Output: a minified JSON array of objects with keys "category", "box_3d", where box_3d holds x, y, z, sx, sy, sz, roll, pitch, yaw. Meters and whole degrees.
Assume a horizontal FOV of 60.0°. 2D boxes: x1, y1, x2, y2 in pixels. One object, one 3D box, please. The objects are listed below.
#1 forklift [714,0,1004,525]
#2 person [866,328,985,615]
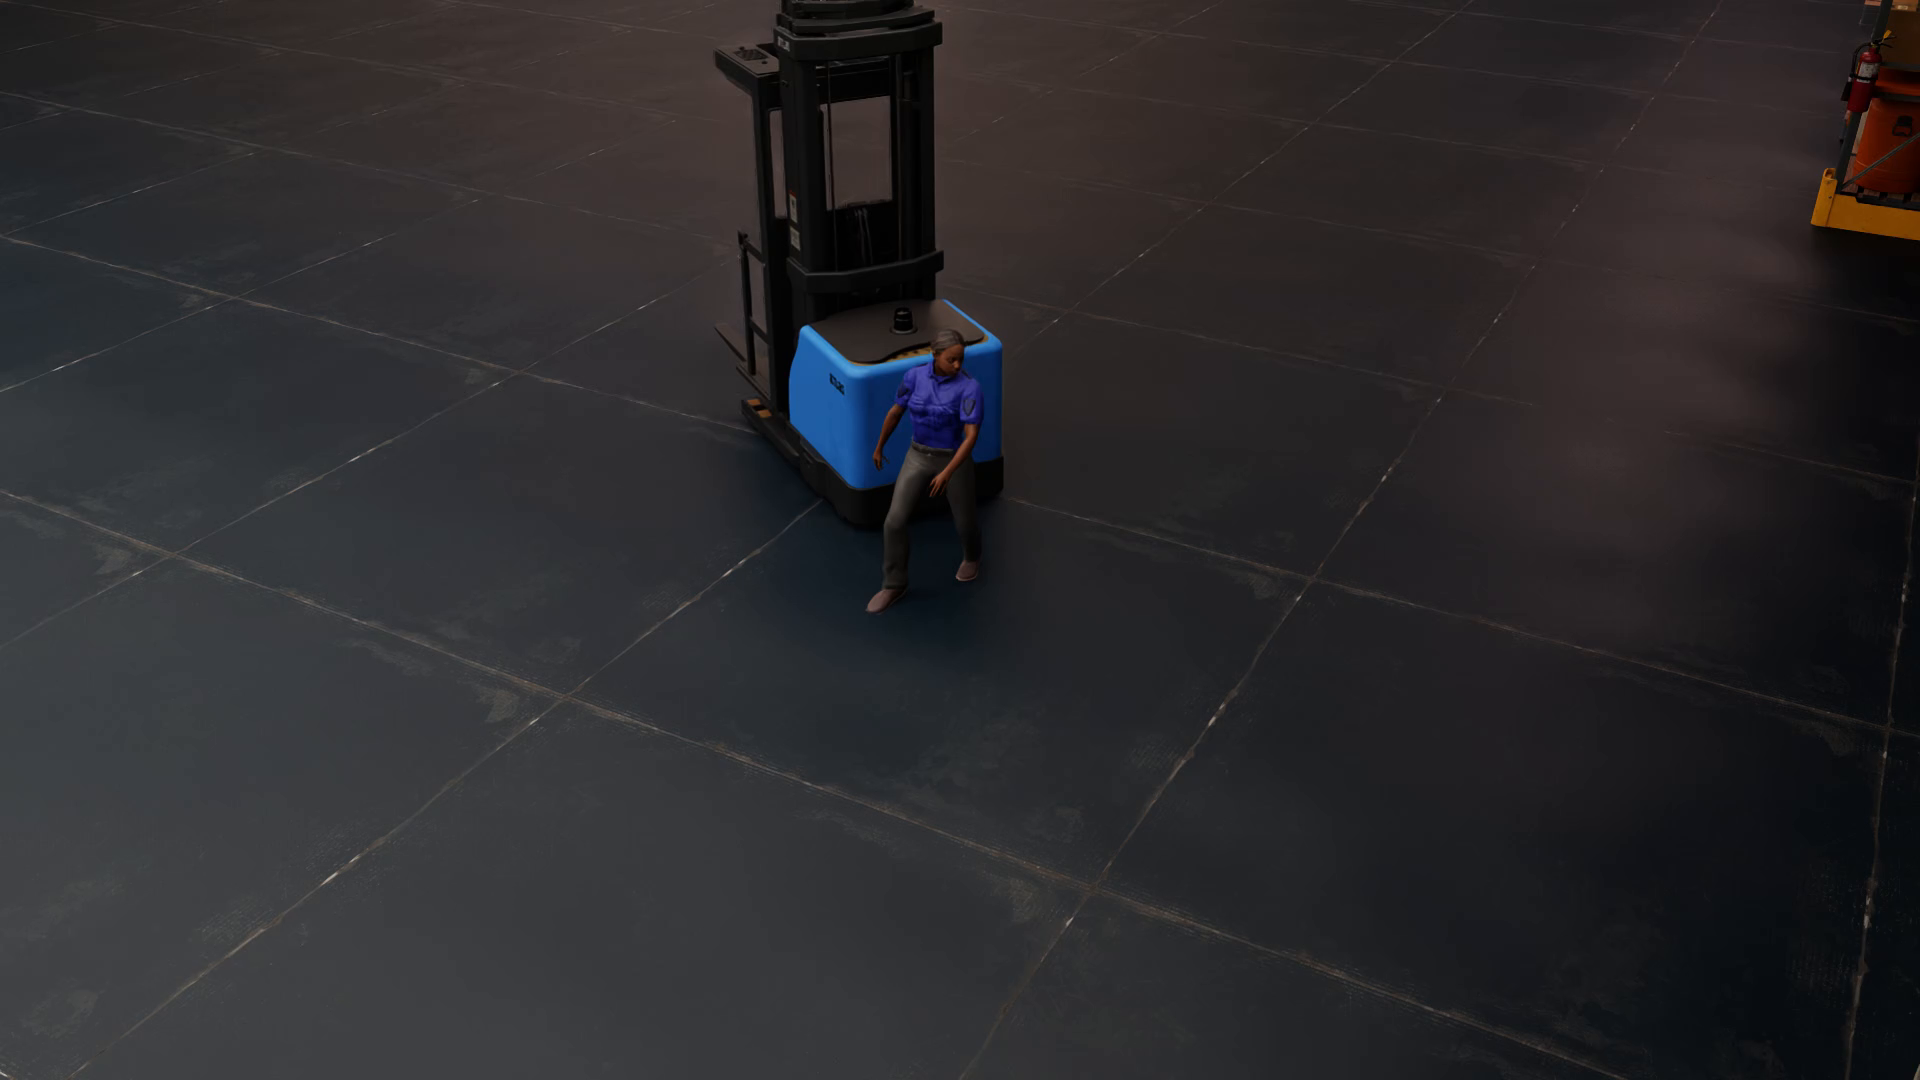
[{"category":"forklift","box_3d":[-0.841,-2.074,10.664,1.130,2.935,3.031,-14,33,-23]},{"category":"person","box_3d":[-0.196,-0.411,9.159,0.663,1.589,0.769,8,31,13]}]
